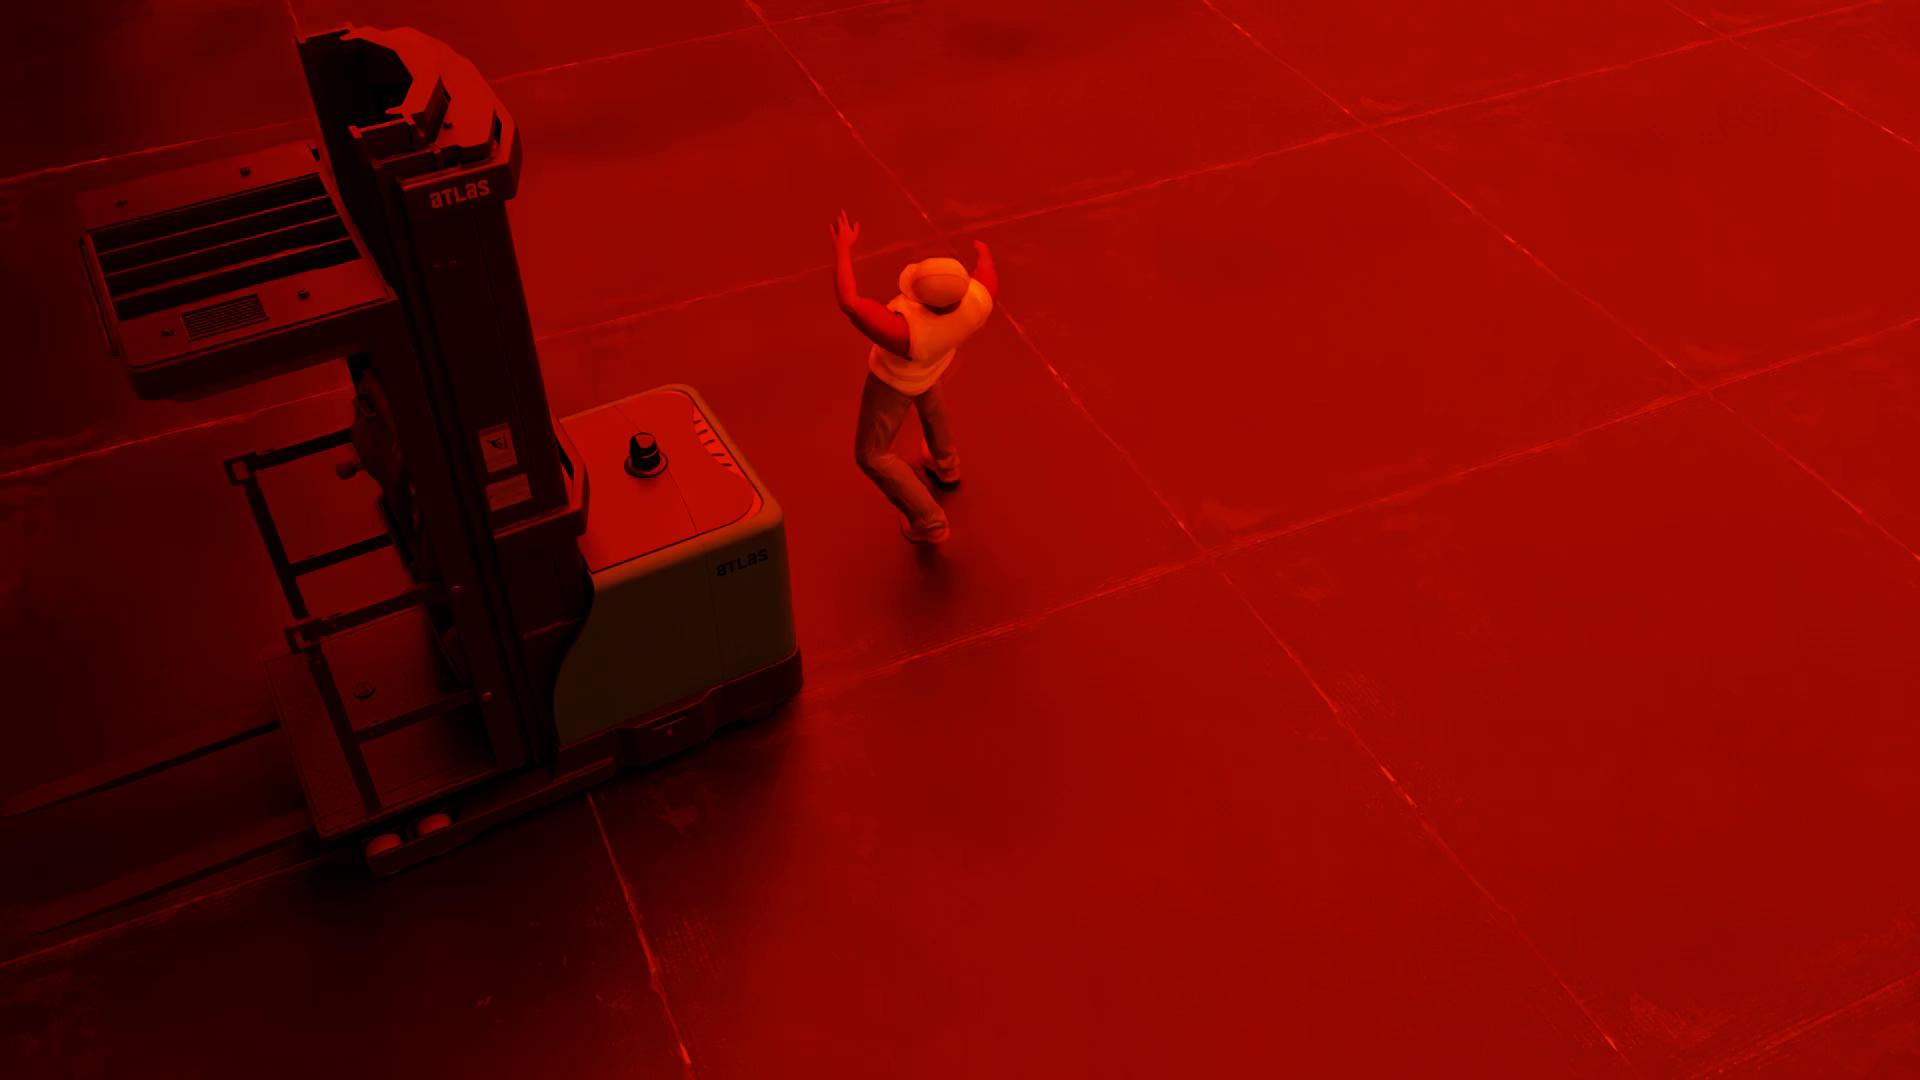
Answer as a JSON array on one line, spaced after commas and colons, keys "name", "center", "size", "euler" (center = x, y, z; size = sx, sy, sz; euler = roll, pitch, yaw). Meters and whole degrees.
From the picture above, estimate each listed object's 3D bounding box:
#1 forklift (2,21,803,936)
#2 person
[{"name": "forklift", "center": [-2.206, -0.190, 5.884], "size": [3.031, 2.935, 1.130], "euler": [-21, 47, -21]}, {"name": "person", "center": [-0.138, -0.876, 7.629], "size": [0.779, 1.520, 1.057], "euler": [23, 48, 23]}]
